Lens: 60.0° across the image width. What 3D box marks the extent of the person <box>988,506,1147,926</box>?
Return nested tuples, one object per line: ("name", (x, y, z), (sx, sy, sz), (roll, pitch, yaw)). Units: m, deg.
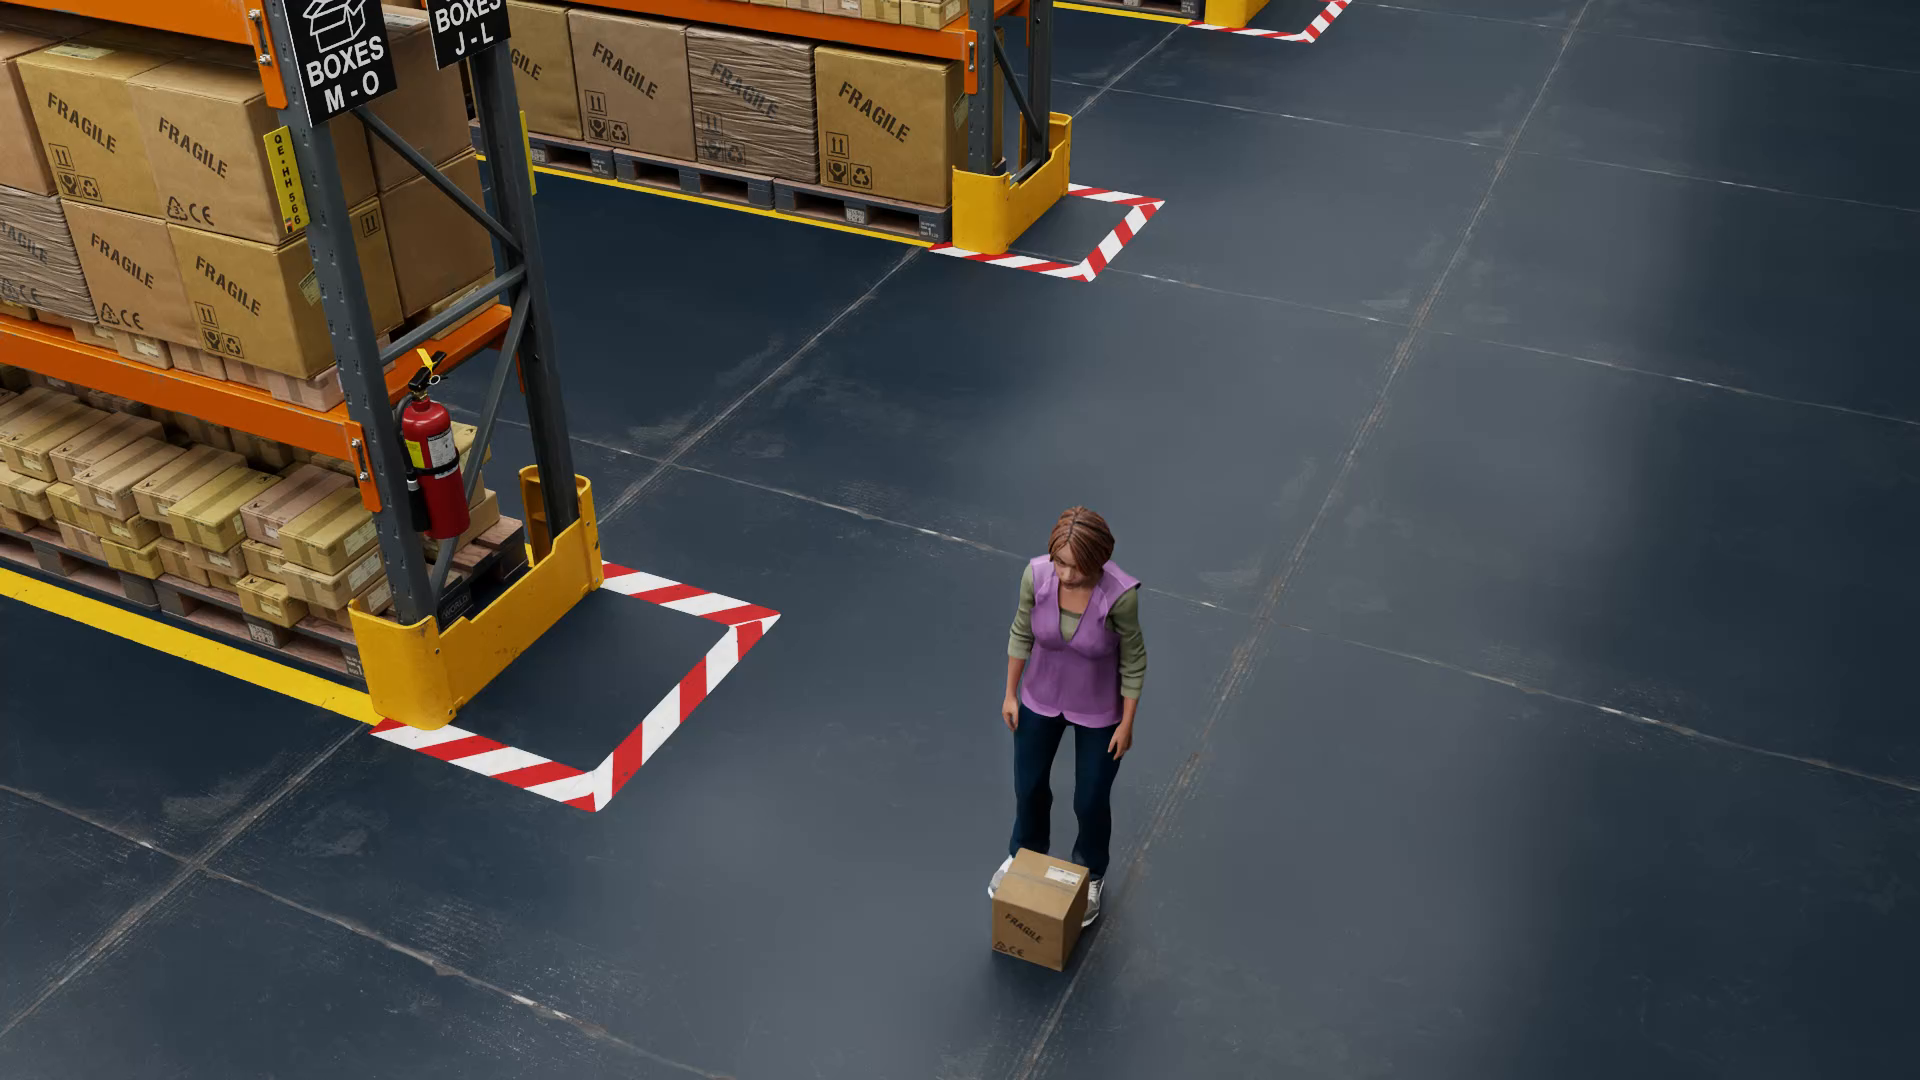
("person", (0.356, 0.547, 5.345), (0.460, 1.593, 0.347), (13, 36, 19))
